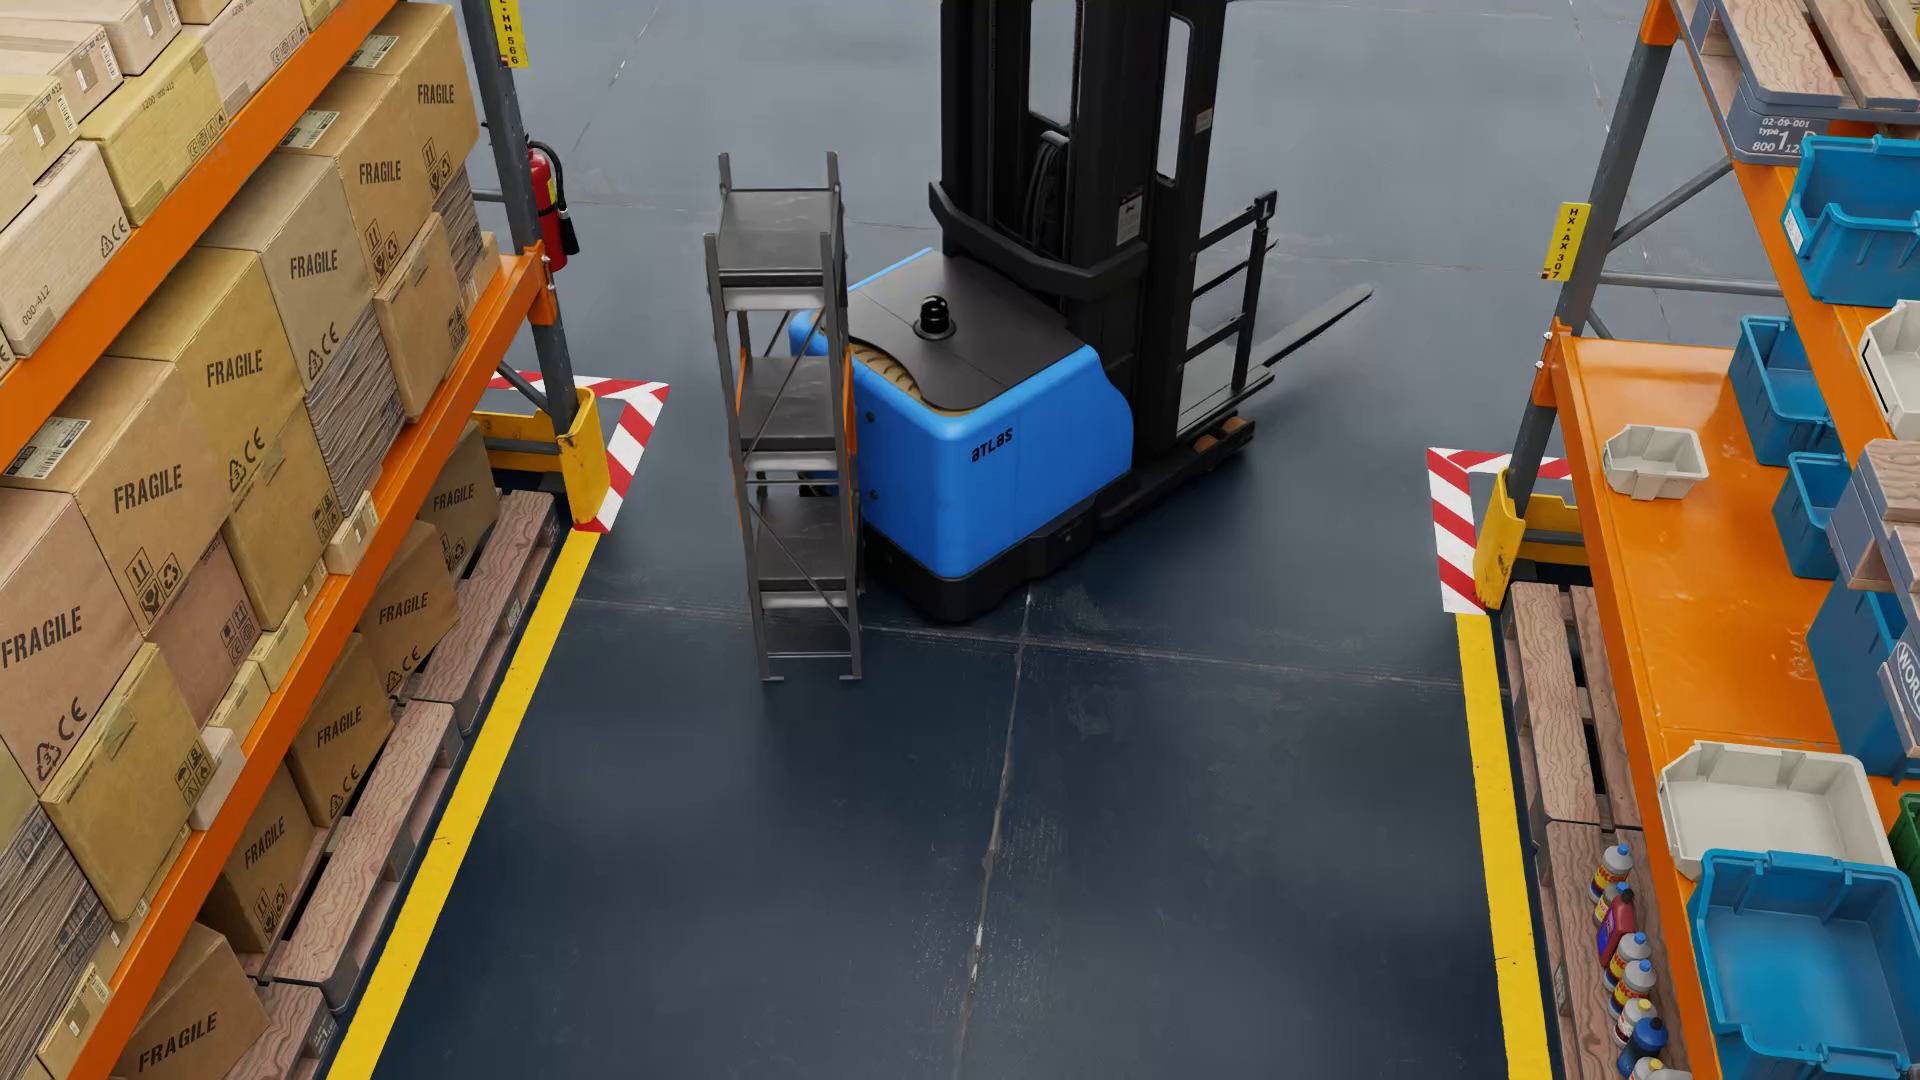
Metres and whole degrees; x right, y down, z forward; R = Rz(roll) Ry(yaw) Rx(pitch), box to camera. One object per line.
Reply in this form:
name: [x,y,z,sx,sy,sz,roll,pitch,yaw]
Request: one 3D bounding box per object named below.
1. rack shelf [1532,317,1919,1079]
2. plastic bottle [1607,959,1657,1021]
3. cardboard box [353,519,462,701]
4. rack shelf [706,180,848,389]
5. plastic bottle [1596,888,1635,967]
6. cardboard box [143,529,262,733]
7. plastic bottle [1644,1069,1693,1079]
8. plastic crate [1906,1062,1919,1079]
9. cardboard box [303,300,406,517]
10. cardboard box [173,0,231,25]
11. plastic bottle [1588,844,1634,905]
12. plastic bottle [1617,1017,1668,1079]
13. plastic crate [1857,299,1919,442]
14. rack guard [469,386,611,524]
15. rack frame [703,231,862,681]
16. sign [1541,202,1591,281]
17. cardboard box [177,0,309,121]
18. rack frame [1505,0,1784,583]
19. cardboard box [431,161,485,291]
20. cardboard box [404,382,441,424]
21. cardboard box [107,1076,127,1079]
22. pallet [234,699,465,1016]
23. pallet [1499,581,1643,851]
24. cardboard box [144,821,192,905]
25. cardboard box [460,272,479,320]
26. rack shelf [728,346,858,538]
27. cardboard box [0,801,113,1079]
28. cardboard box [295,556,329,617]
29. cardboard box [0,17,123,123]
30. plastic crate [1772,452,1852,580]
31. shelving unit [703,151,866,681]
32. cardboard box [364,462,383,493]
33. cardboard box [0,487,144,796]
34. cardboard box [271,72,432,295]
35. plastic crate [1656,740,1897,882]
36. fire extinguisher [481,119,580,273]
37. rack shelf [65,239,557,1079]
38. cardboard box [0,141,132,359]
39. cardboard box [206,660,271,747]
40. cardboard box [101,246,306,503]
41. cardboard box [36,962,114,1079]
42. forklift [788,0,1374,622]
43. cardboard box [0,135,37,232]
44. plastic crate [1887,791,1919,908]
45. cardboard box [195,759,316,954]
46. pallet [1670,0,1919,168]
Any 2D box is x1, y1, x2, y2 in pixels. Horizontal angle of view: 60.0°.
rack shelf: [2.476,0.699,4.876,1.077,0.370,4.000,5,44,6]
plastic bottle: [2.133,1.415,5.261,0.097,0.271,0.097,0,43,0]
cardboard box: [-2.314,0.214,6.377,0.500,0.500,0.500,16,46,16]
rack shelf: [-0.609,-0.869,5.662,0.431,0.518,0.480,-1,43,0]
plastic bottle: [2.144,1.261,5.414,0.061,0.283,0.133,6,44,6]
cardboard box: [-2.510,0.217,4.572,0.875,0.500,0.500,5,44,6]
plastic bottle: [2.104,1.703,4.953,0.152,0.276,0.135,6,44,6]
plastic crate: [2.407,1.478,3.575,0.767,0.338,0.504,5,44,6]
cardboard box: [-2.325,-0.459,5.286,0.875,0.500,0.500,5,44,6]
cardboard box: [-2.076,-1.452,4.261,0.380,0.149,0.250,3,44,3]
plastic bottle: [2.192,1.113,5.580,0.097,0.271,0.097,0,43,0]
plastic bottle: [2.106,1.553,5.115,0.097,0.271,0.097,0,43,0]
plastic crate: [2.023,-0.324,3.442,0.243,0.136,0.396,5,44,6]
rack guard: [-2.179,-0.416,7.348,1.175,0.500,0.348,5,44,6]
rack frame: [-0.601,-0.203,5.957,0.400,2.100,0.015,-1,43,0]
sign: [2.195,-1.079,6.029,0.100,0.325,0.005,5,44,6]
cardboard box: [-2.120,-1.370,4.465,0.500,0.250,0.500,6,44,6]
rack frame: [2.740,-0.926,6.068,1.000,3.000,0.127,5,44,6]
cardboard box: [-2.269,-1.148,6.014,0.875,0.500,0.500,5,44,6]
cardboard box: [-2.066,-0.557,5.862,0.380,0.149,0.250,5,44,6]
cardboard box: [-2.606,1.837,4.664,0.500,0.500,0.500,4,44,4]
pallet: [-2.486,1.068,5.991,1.003,0.211,1.213,5,44,6]
pallet: [2.664,0.696,6.383,1.003,0.211,1.213,5,44,6]
cardboard box: [-2.296,0.809,4.419,0.380,0.149,0.250,5,44,6]
cardboard box: [-2.036,-0.901,6.225,0.380,0.149,0.250,5,44,6]
rack shelf: [-0.604,-0.361,6.144,0.431,0.518,0.480,-1,43,0]
cardboard box: [-2.577,0.905,3.846,0.875,0.500,0.500,5,44,6]
cardboard box: [-2.198,0.124,5.142,0.380,0.149,0.250,5,44,6]
cardboard box: [-2.214,-1.093,3.883,0.380,0.149,0.250,6,44,7]
plastic crate: [2.879,-0.061,5.263,0.499,0.251,0.408,5,44,6]
shelving unit: [-0.604,-0.371,6.134,0.431,2.100,0.503,-1,43,0]
cardboard box: [-2.151,-0.218,5.504,0.380,0.149,0.250,5,44,6]
cardboard box: [-2.322,0.218,3.844,0.500,0.500,0.500,5,44,6]
cardboard box: [-2.057,-1.145,5.283,0.500,0.500,0.500,5,44,6]
plastic crate: [2.175,0.767,4.473,0.530,0.136,0.437,5,44,6]
fire extinguisher: [-1.697,-1.384,6.608,0.296,0.674,0.183,5,44,6]
rack shelf: [-2.434,0.249,5.351,1.077,0.370,4.000,5,44,6]
cardboard box: [-2.244,-0.666,3.722,0.500,0.250,0.500,4,44,4]
cardboard box: [-2.231,0.468,4.779,0.380,0.149,0.250,5,44,6]
cardboard box: [-2.200,-0.464,4.564,0.500,0.500,0.500,5,44,6]
cardboard box: [-2.326,1.153,4.055,0.380,0.149,0.250,5,44,6]
forklift: [0.720,-1.615,6.846,3.031,2.935,1.130,-32,52,-29]
cardboard box: [-2.214,-0.738,3.507,0.380,0.149,0.250,4,44,5]
plastic crate: [2.671,0.978,4.212,0.450,0.188,0.662,5,44,6]
cardboard box: [-2.533,1.015,5.531,0.500,0.500,0.500,2,43,2]
pallet: [2.534,-1.391,4.516,1.003,0.211,1.213,5,44,6]
